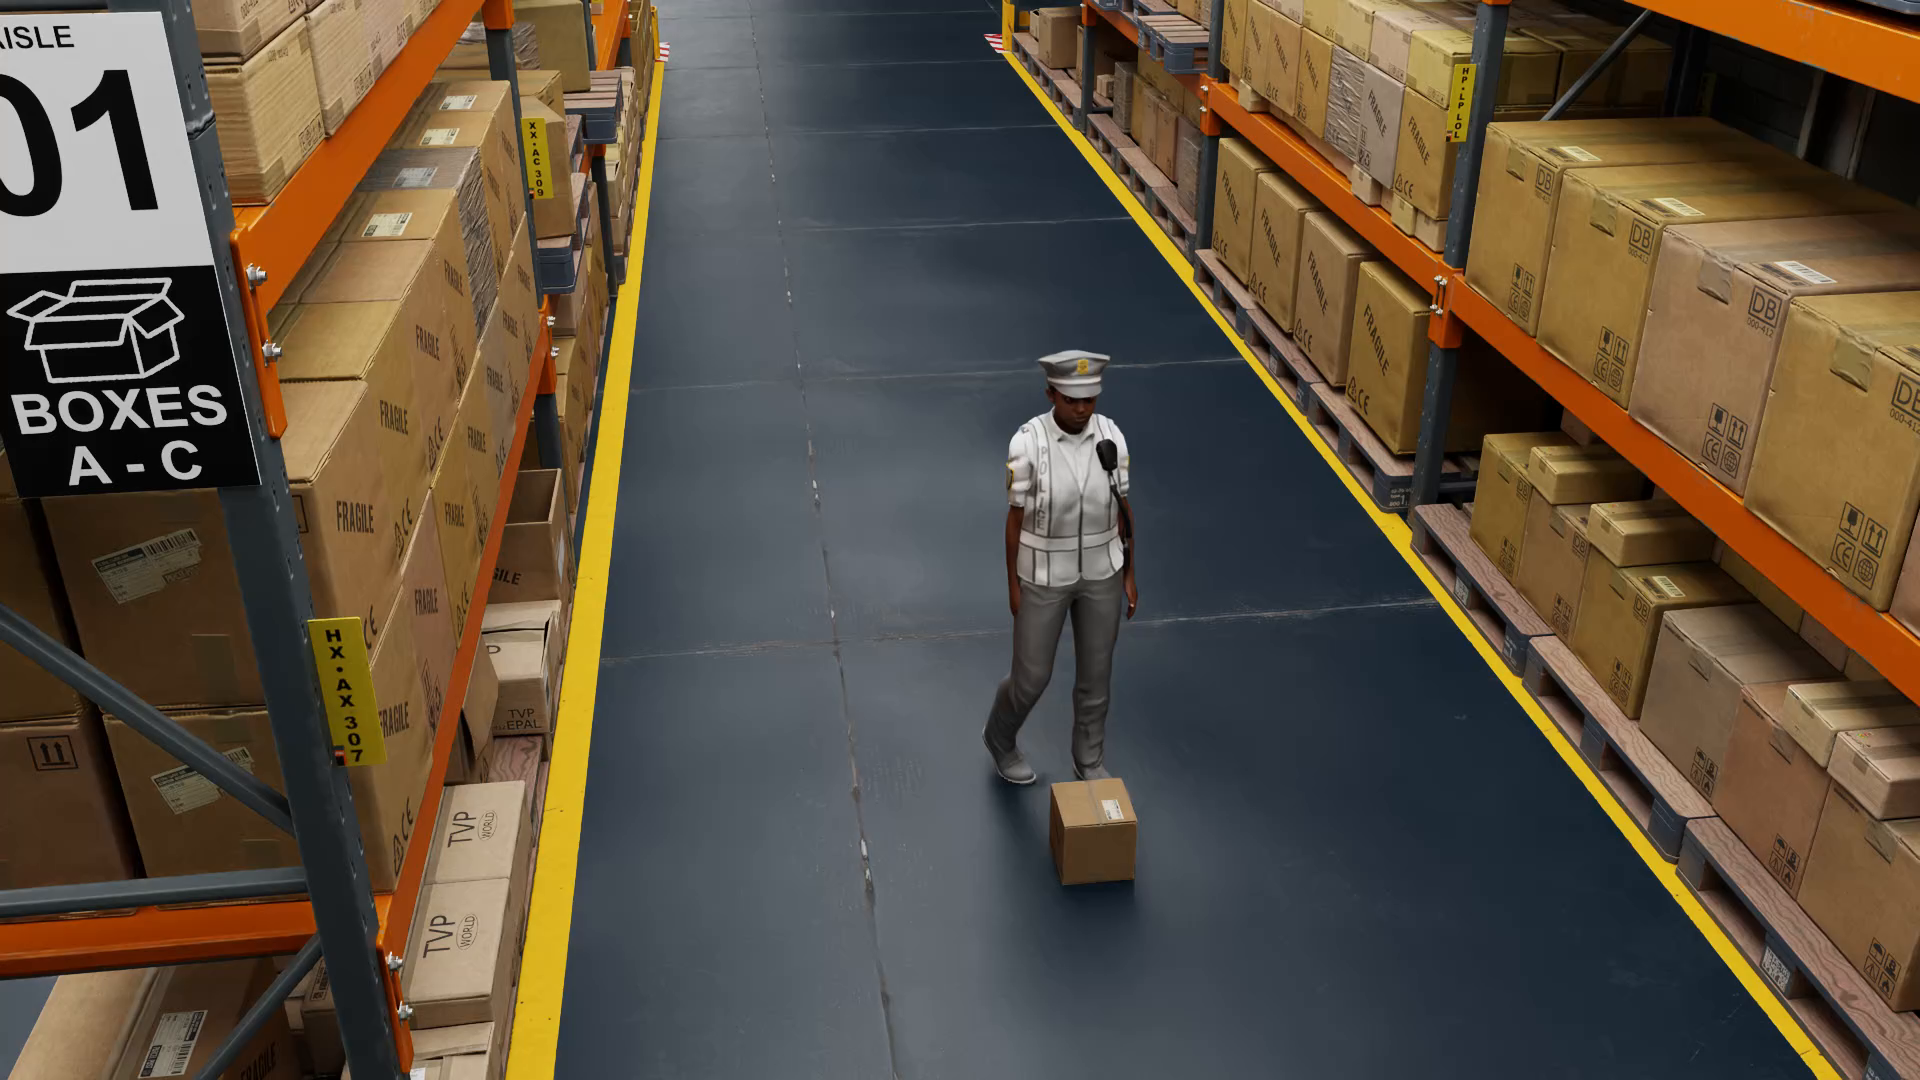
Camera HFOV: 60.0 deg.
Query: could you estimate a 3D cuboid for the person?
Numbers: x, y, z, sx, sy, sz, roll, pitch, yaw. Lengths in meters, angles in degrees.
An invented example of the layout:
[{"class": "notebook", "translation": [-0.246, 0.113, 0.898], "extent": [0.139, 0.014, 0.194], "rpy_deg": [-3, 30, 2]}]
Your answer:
[{"class": "person", "translation": [0.378, 0.148, 5.820], "extent": [0.510, 1.702, 0.465], "rpy_deg": [-6, 28, -12]}]
